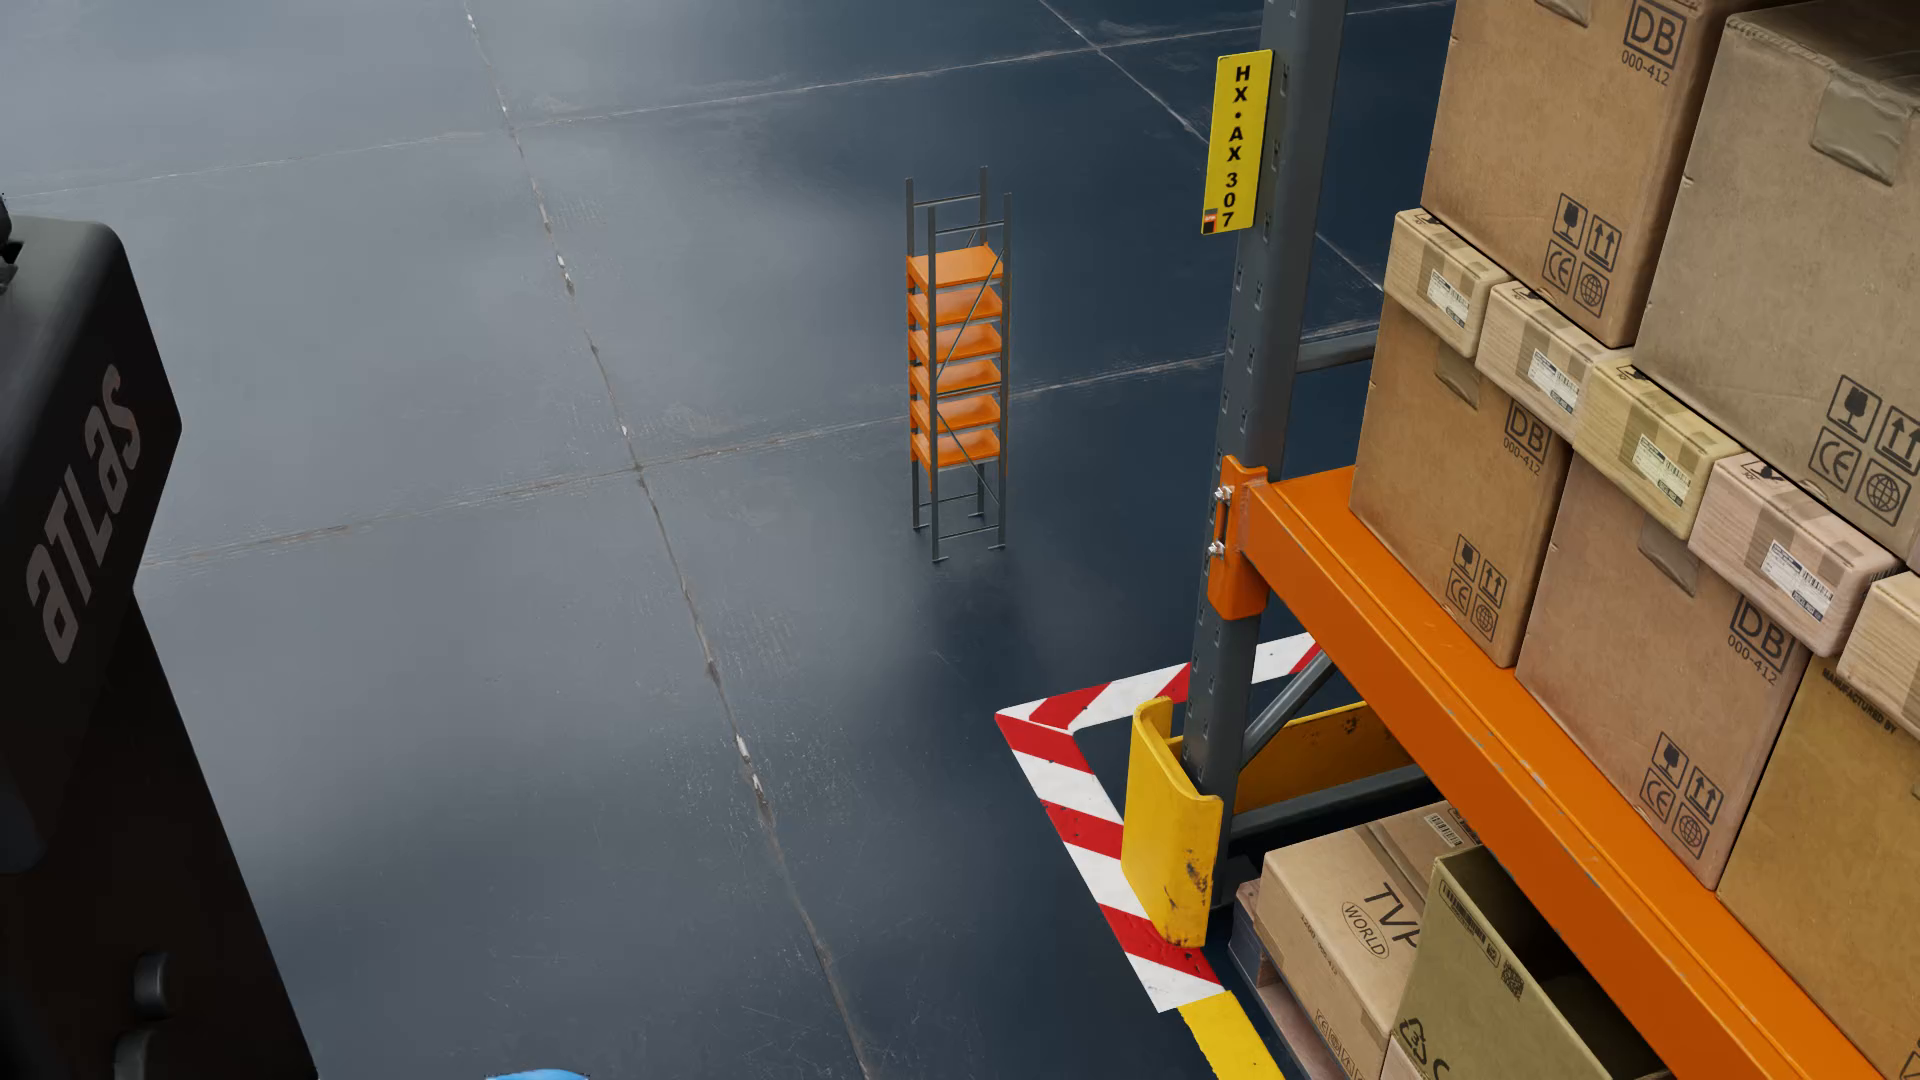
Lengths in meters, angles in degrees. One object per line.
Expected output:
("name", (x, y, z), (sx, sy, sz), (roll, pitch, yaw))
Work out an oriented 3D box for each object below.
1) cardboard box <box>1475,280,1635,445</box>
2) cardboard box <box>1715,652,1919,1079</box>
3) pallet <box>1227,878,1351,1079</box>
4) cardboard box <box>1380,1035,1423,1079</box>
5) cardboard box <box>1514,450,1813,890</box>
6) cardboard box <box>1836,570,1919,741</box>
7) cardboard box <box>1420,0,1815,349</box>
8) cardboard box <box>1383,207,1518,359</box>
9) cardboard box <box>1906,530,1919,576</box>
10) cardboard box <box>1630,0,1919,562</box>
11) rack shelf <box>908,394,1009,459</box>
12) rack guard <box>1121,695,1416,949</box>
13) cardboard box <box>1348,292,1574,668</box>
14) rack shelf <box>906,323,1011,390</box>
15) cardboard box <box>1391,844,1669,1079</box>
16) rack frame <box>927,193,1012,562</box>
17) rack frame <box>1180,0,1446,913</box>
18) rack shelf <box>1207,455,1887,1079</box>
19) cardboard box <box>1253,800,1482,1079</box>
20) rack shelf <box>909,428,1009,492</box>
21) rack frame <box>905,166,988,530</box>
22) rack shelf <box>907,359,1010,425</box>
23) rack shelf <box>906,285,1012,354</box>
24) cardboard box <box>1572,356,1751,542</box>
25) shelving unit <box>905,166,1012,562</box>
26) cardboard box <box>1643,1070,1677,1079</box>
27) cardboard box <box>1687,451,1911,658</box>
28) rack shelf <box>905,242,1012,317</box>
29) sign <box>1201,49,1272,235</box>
("cardboard box", (1.027, -0.303, 2.536), (0.380, 0.149, 0.250), (-13, 39, -17))
("cardboard box", (1.500, 0.385, 2.162), (0.700, 0.500, 0.500), (-12, 39, -16))
("pallet", (1.303, 1.119, 3.589), (1.003, 0.211, 1.213), (-12, 39, -16))
("cardboard box", (1.152, 1.143, 3.176), (0.500, 0.250, 0.500), (-12, 39, -16))
("cardboard box", (1.335, 0.104, 2.536), (0.700, 0.500, 0.500), (-11, 38, -15))
("cardboard box", (1.291, 0.132, 1.960), (0.380, 0.149, 0.250), (-14, 39, -17))
("cardboard box", (1.168, -0.680, 2.499), (0.700, 0.500, 0.500), (-12, 39, -16))
("cardboard box", (0.934, -0.451, 2.734), (0.380, 0.149, 0.250), (-13, 39, -16))
("cardboard box", (1.528, -0.100, 1.728), (0.700, 0.500, 0.500), (-12, 39, -16))
("cardboard box", (1.354, -0.384, 2.106), (0.700, 0.500, 0.500), (-13, 39, -17))
("rack shelf", (-0.005, -0.356, 4.999), (0.258, 0.103, 0.180), (-12, 39, -16))
("rack guard", (0.993, 0.567, 4.082), (1.175, 0.500, 0.348), (-12, 39, -16))
("cardboard box", (1.150, -0.192, 2.929), (0.700, 0.500, 0.500), (-12, 39, -16))
("rack shelf", (-0.005, -0.548, 4.854), (0.258, 0.103, 0.180), (-12, 39, -16))
("cardboard box", (1.150, 0.844, 2.950), (0.500, 0.500, 0.500), (-12, 39, -16))
("rack frame", (0.027, -0.436, 4.831), (0.240, 1.200, 0.006), (-12, 39, -16))
("rack frame", (1.001, -0.418, 3.312), (1.000, 3.000, 0.127), (-12, 39, -16))
("rack shelf", (1.689, 0.999, 2.029), (1.077, 0.370, 4.000), (-12, 39, -16))
("cardboard box", (0.977, 0.861, 3.550), (0.500, 0.250, 0.500), (-12, 39, -16))
("rack shelf", (-0.005, -0.260, 5.071), (0.258, 0.103, 0.180), (-12, 39, -16))
("rack frame", (-0.036, -0.539, 4.968), (0.240, 1.200, 0.006), (-12, 39, -16))
("rack shelf", (-0.005, -0.452, 4.927), (0.258, 0.103, 0.180), (-12, 39, -16))
("rack shelf", (-0.005, -0.644, 4.782), (0.258, 0.103, 0.180), (-12, 39, -16))
("cardboard box", (1.112, -0.161, 2.349), (0.380, 0.149, 0.250), (-12, 39, -16))
("shelving unit", (-0.005, -0.487, 4.900), (0.258, 1.200, 0.189), (-12, 39, -16))
("cardboard box", (1.335, 1.124, 2.578), (0.500, 0.500, 0.500), (-12, 39, -16))
("cardboard box", (1.196, -0.018, 2.159), (0.380, 0.149, 0.250), (-13, 39, -17))
("rack shelf", (-0.005, -0.739, 4.710), (0.258, 0.103, 0.180), (-12, 39, -16))
("sign", (0.478, -0.684, 2.880), (0.100, 0.325, 0.005), (-12, 39, -16))
